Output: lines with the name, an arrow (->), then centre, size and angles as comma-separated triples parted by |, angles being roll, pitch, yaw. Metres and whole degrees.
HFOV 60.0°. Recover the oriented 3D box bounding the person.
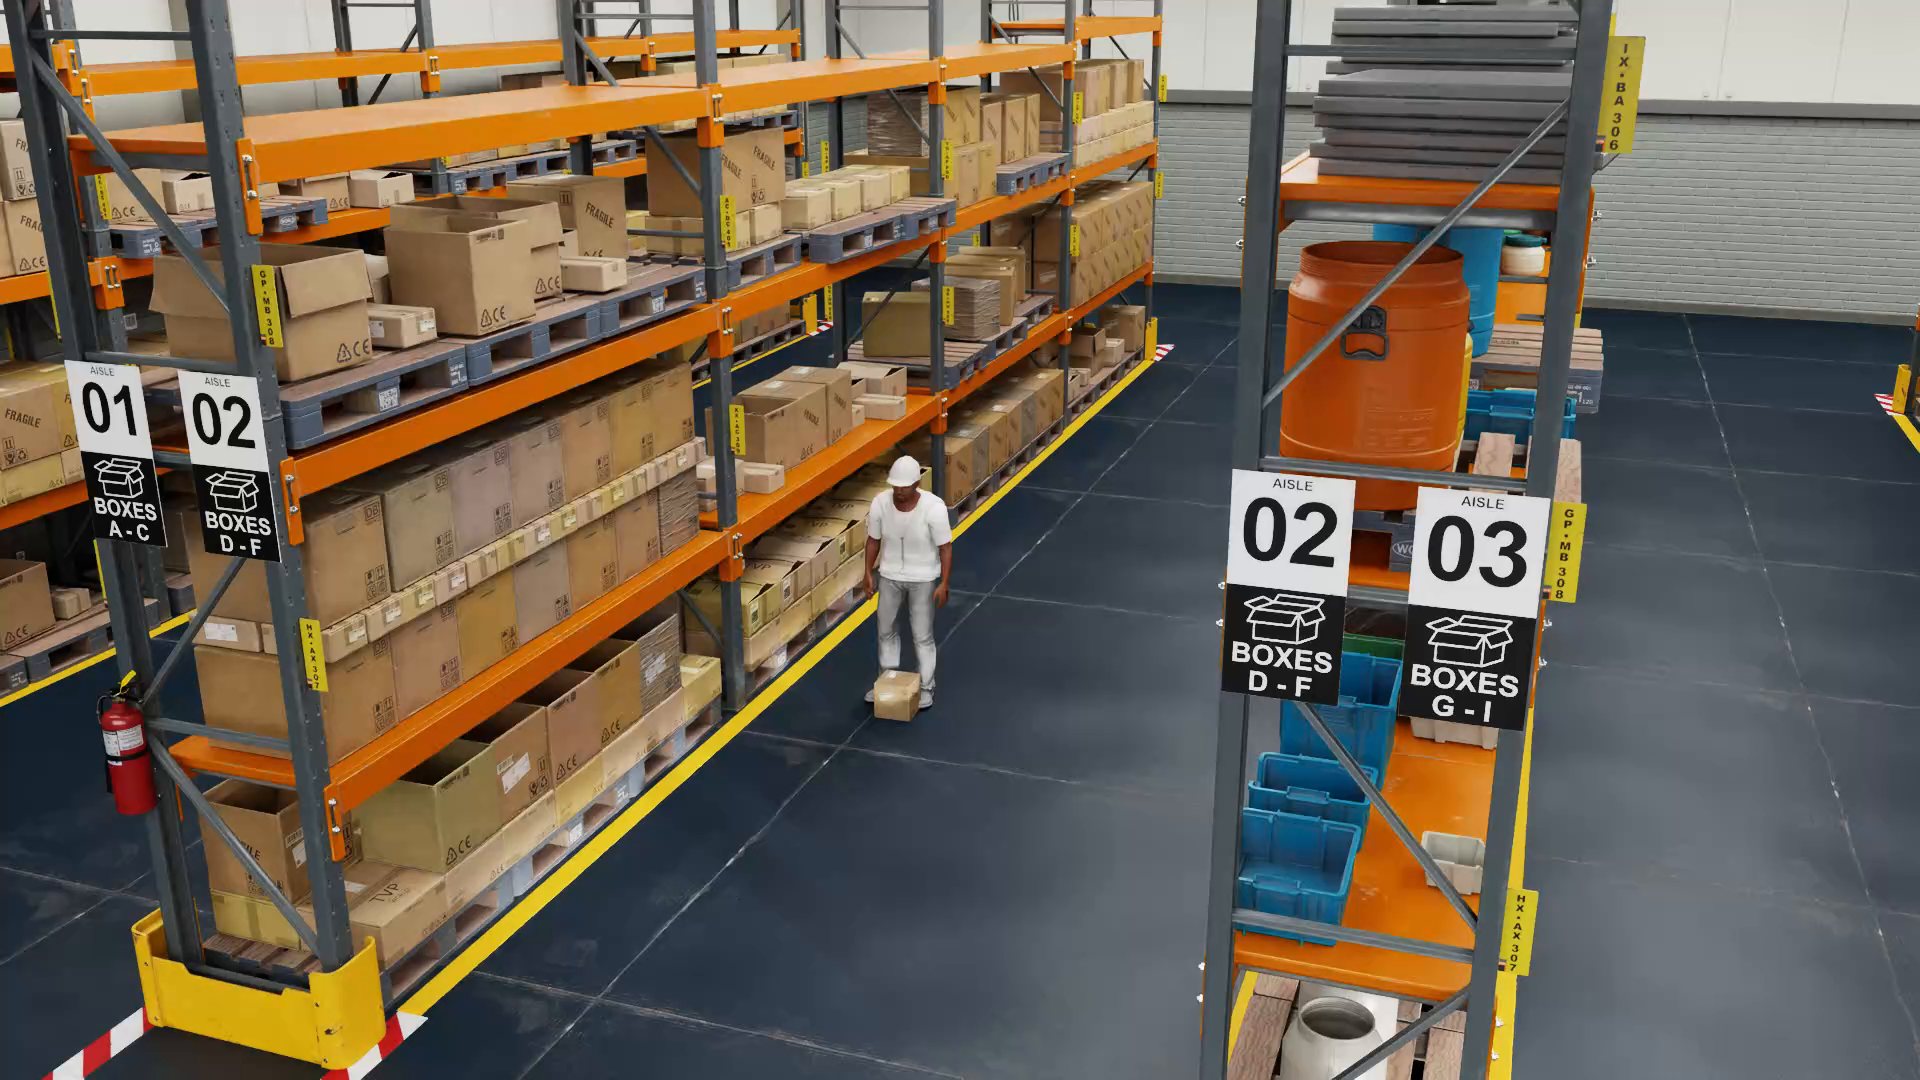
person -> -0.363, 0.268, 11.234 | 0.625, 1.760, 0.461 | 6, 19, 18
